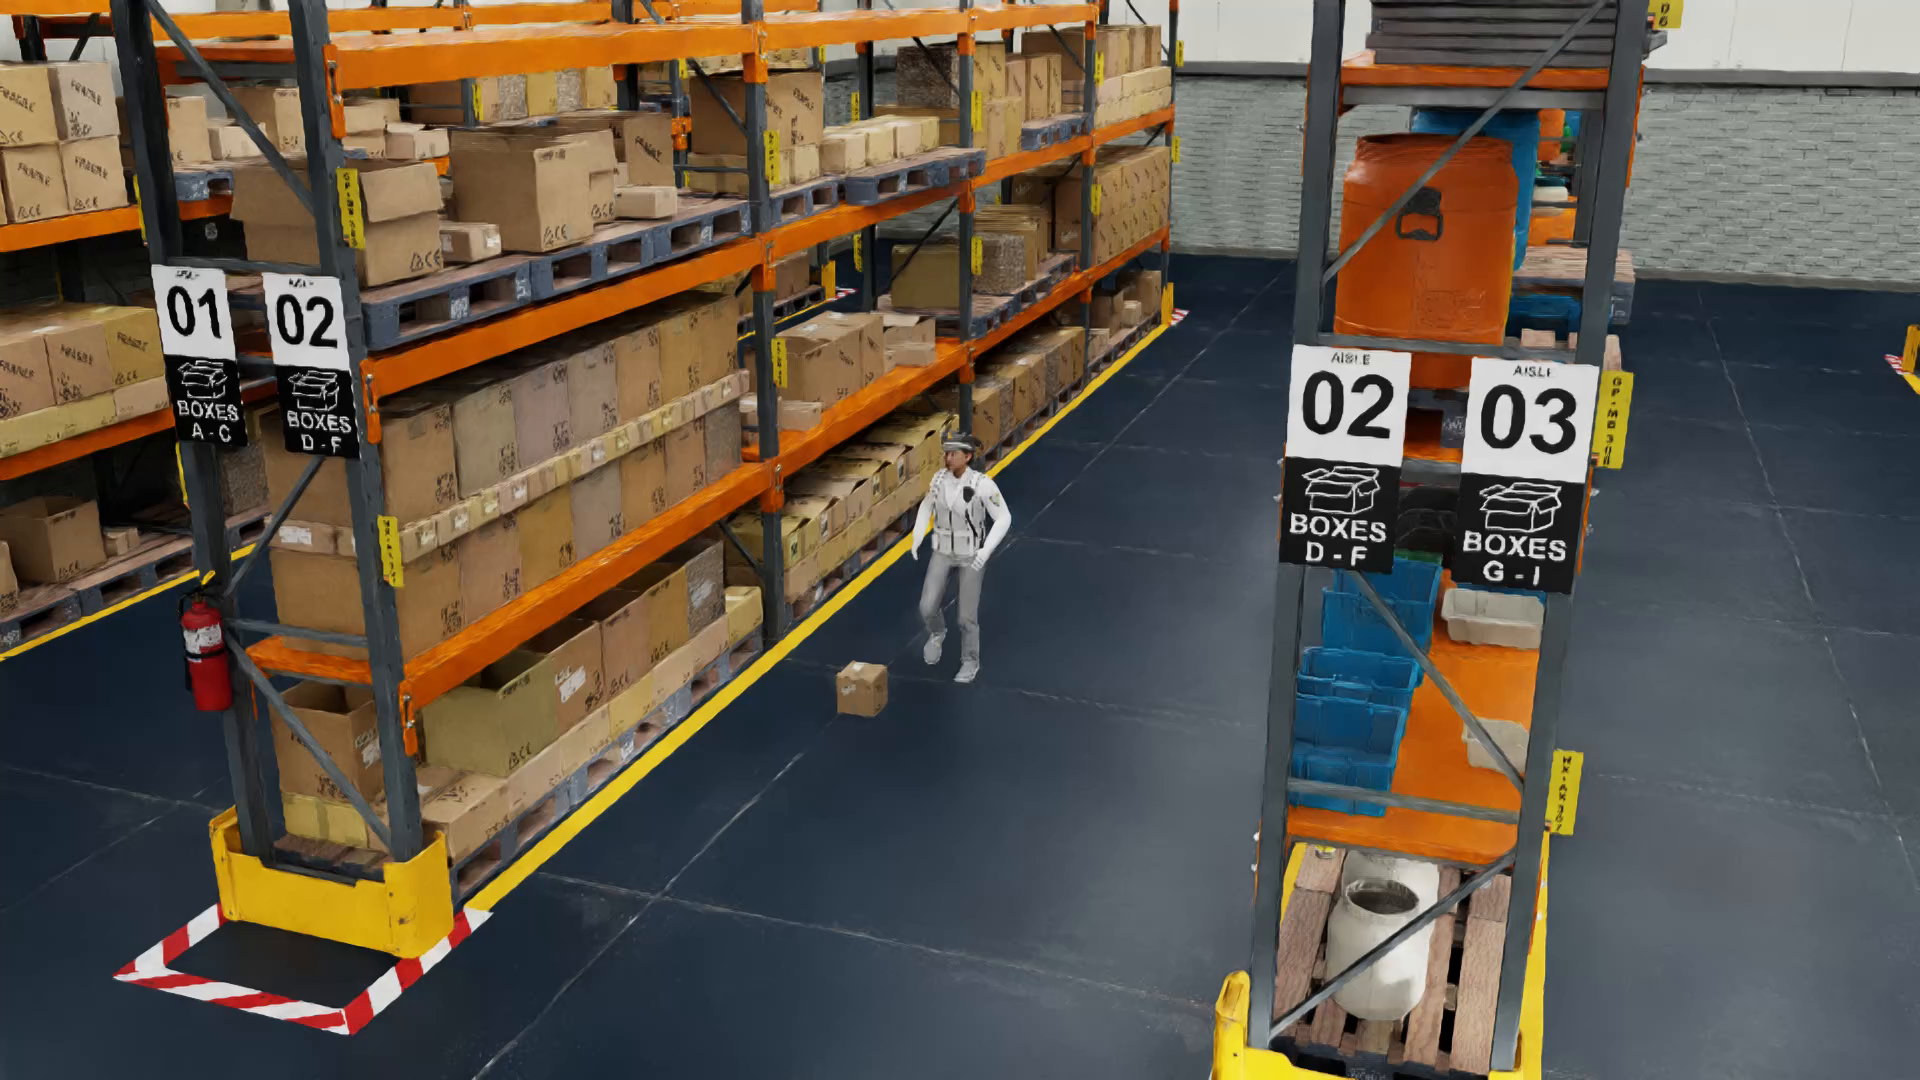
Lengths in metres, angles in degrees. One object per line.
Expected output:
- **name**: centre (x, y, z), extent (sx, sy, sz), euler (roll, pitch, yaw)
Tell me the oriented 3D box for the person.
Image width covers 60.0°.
- **person**: centre (-0.009, 0.107, 10.756), extent (0.675, 1.671, 0.467), euler (7, 20, 19)
